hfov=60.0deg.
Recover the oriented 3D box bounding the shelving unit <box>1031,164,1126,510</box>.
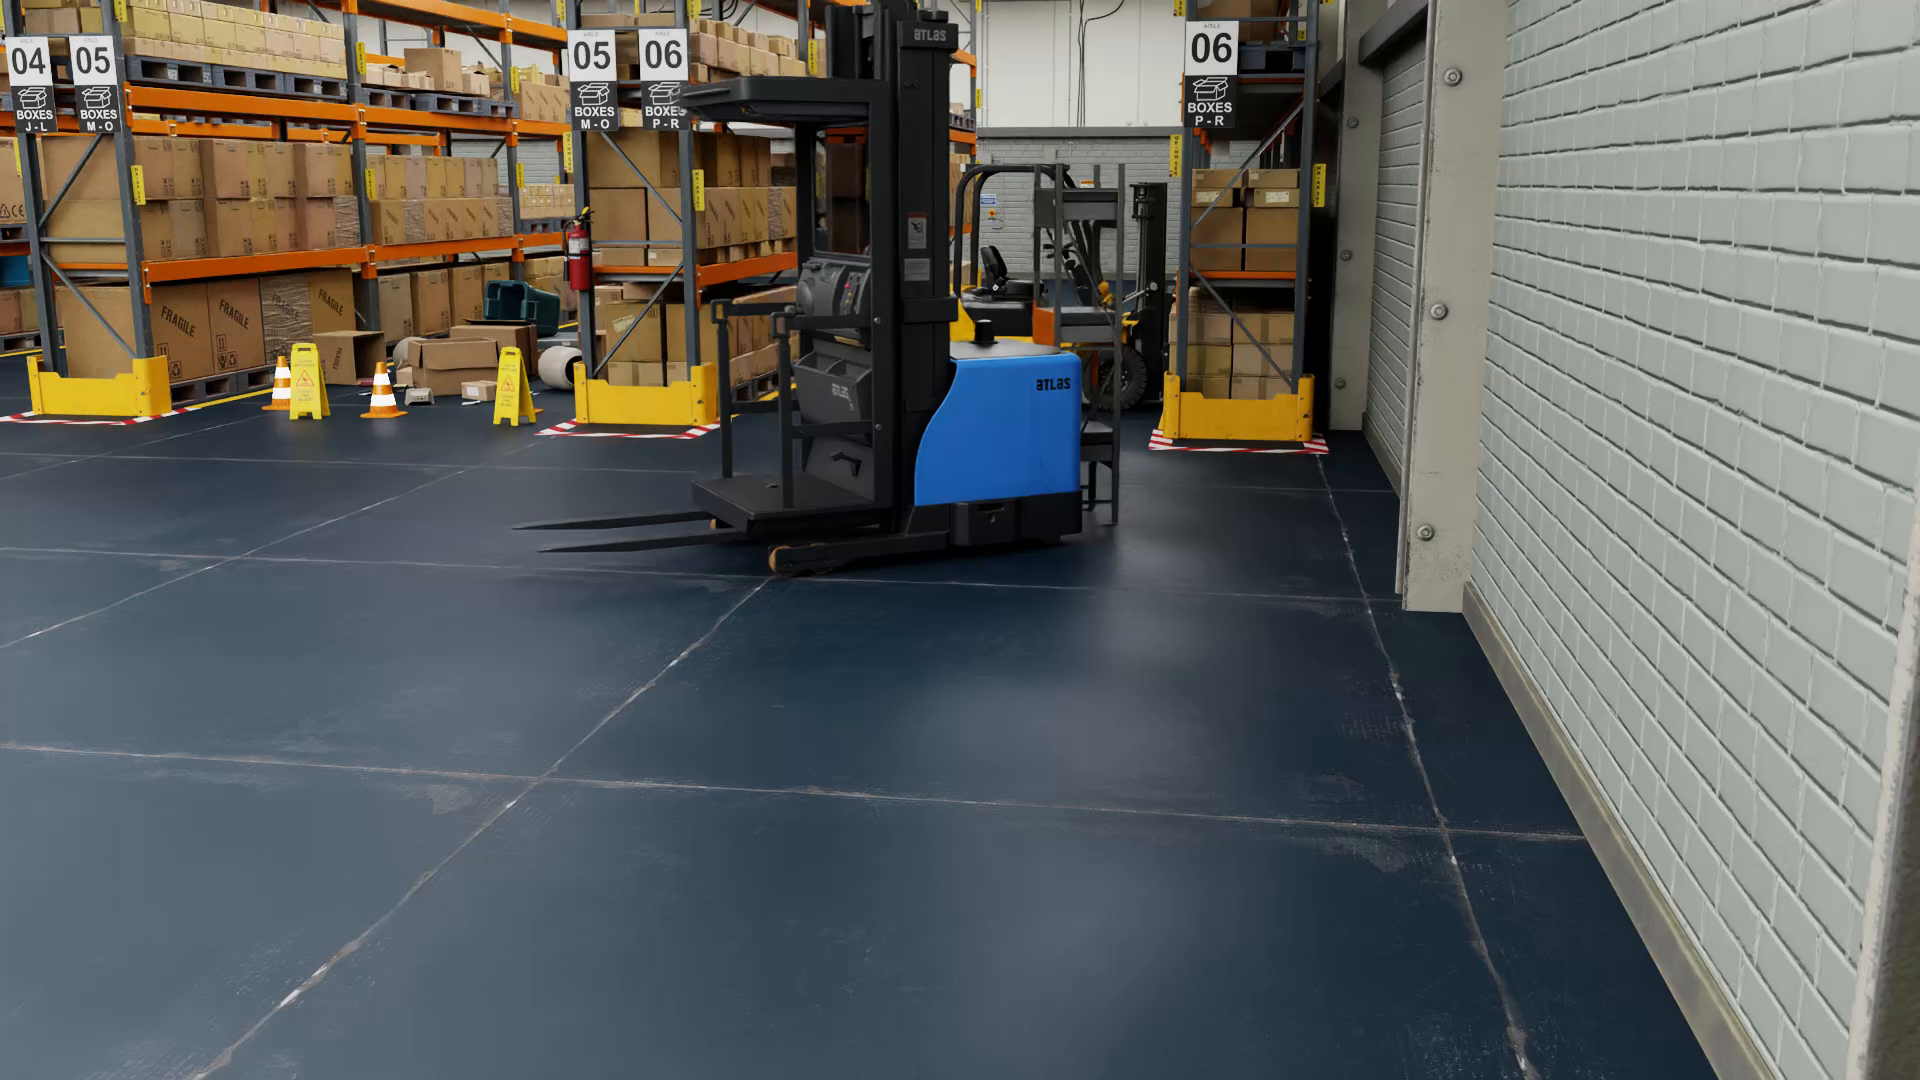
[{"bbox_3d":[0.690,-1.157,9.877,0.431,2.100,0.499,-3,12,-12],"label":"shelving unit"}]

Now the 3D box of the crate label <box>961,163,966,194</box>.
[{"bbox_3d":[-2.813,-4.045,22.805,10.513,2.300,6.789,-7,14,-30],"label":"crate label"}]

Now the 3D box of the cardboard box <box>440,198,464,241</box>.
[{"bbox_3d":[-6.391,-3.897,20.218,0.500,0.500,0.500,2,12,10],"label":"cardboard box"}]

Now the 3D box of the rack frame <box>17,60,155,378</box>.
[{"bbox_3d":[-7.588,-2.600,14.436,1.000,3.000,0.127,2,12,9],"label":"rack frame"}]

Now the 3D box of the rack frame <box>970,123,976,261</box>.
[{"bbox_3d":[-0.221,-5.791,29.245,1.000,3.000,0.127,2,12,9],"label":"rack frame"}]

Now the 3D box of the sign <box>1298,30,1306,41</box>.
[{"bbox_3d":[3.388,-4.873,16.450,0.100,0.325,0.005,2,12,9],"label":"sign"}]

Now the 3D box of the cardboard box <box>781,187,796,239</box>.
[{"bbox_3d":[-1.961,-3.279,16.647,0.500,0.500,0.500,2,12,11],"label":"cardboard box"}]

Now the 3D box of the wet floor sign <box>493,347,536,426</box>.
[{"bbox_3d":[-3.768,-1.305,14.015,0.267,0.644,0.232,7,14,28],"label":"wet floor sign"}]

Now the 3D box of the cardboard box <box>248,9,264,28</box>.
[{"bbox_3d":[-6.947,-5.017,16.004,0.380,0.149,0.250,2,12,9],"label":"cardboard box"}]

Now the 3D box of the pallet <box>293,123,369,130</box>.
[{"bbox_3d":[-10.492,-6.872,27.353,1.003,0.211,1.213,2,12,9],"label":"pallet"}]

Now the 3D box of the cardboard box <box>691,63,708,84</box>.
[{"bbox_3d":[-2.310,-3.862,13.772,0.380,0.149,0.250,2,12,9],"label":"cardboard box"}]

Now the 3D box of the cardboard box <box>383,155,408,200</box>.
[{"bbox_3d":[-6.825,-4.181,19.162,0.700,0.500,0.500,2,12,8],"label":"cardboard box"}]

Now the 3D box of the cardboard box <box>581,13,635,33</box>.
[{"bbox_3d":[-2.921,-4.274,13.787,0.380,0.149,0.250,2,12,9],"label":"cardboard box"}]

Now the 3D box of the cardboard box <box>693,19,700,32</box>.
[{"bbox_3d":[-2.402,-4.314,13.975,0.380,0.149,0.250,2,12,8],"label":"cardboard box"}]

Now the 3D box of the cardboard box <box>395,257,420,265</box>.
[{"bbox_3d":[-10.172,-4.953,29.405,0.875,0.875,0.875,2,12,9],"label":"cardboard box"}]

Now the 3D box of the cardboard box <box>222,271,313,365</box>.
[{"bbox_3d":[-7.274,-2.283,17.011,0.875,0.875,0.875,2,12,9],"label":"cardboard box"}]

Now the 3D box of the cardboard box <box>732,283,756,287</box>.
[{"bbox_3d":[-2.424,-2.407,17.291,0.500,0.500,0.500,2,12,11],"label":"cardboard box"}]

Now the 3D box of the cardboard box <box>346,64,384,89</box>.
[{"bbox_3d":[-7.000,-5.344,19.171,0.500,0.250,0.500,2,12,8],"label":"cardboard box"}]

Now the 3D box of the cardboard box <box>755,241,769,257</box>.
[{"bbox_3d":[-2.040,-2.775,15.845,0.380,0.149,0.250,2,12,9],"label":"cardboard box"}]

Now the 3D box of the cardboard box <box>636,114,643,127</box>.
[{"bbox_3d":[-5.343,-6.683,26.620,0.500,0.250,0.500,2,12,8],"label":"cardboard box"}]

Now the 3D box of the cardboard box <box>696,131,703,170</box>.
[{"bbox_3d":[-2.757,-3.471,15.165,0.700,0.500,0.500,2,12,8],"label":"cardboard box"}]

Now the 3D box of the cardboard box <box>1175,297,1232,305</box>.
[{"bbox_3d":[2.212,-2.073,15.150,0.500,0.250,0.500,2,12,8],"label":"cardboard box"}]

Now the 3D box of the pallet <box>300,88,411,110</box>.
[{"bbox_3d":[-6.881,-4.998,18.897,0.805,0.209,1.217,1,12,6],"label":"pallet"}]

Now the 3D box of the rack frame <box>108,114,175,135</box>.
[{"bbox_3d":[-11.243,-4.447,23.007,1.000,3.000,0.127,2,12,9],"label":"rack frame"}]

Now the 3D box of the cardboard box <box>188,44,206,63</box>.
[{"bbox_3d":[-7.102,-4.416,15.108,0.380,0.149,0.250,2,12,9],"label":"cardboard box"}]

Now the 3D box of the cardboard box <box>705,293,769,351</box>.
[{"bbox_3d":[-2.120,-2.065,15.706,0.500,0.500,0.500,2,12,10],"label":"cardboard box"}]

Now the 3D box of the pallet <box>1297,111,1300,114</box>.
[{"bbox_3d":[3.438,-5.195,19.809,1.213,0.211,1.003,2,12,11],"label":"pallet"}]

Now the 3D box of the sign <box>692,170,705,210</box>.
[{"bbox_3d":[-2.145,-2.866,13.617,0.100,0.325,0.005,2,12,9],"label":"sign"}]

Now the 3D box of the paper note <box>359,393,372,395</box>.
[{"bbox_3d":[-5.676,-1.410,15.968,0.144,0.017,0.142,7,14,28],"label":"paper note"}]

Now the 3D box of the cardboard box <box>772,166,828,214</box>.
[{"bbox_3d":[-1.711,-3.781,17.977,0.500,0.500,0.500,2,12,10],"label":"cardboard box"}]

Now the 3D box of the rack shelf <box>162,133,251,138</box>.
[{"bbox_3d":[-10.936,-6.073,24.678,0.919,0.124,3.809,2,12,9],"label":"rack shelf"}]

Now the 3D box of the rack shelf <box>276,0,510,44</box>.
[{"bbox_3d":[-6.665,-6.234,19.718,1.077,0.370,4.000,2,12,9],"label":"rack shelf"}]

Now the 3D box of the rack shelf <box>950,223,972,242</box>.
[{"bbox_3d":[-0.528,-5.023,27.389,1.077,0.370,4.000,2,12,9],"label":"rack shelf"}]

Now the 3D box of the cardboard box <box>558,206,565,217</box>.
[{"bbox_3d":[-5.887,-4.710,23.829,0.380,0.149,0.250,2,12,9],"label":"cardboard box"}]

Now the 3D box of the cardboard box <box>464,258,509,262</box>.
[{"bbox_3d":[-6.512,-3.766,23.004,0.500,0.250,0.500,2,12,7],"label":"cardboard box"}]

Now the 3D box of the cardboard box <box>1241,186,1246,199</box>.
[{"bbox_3d":[3.387,-3.937,18.865,0.380,0.149,0.250,2,12,10],"label":"cardboard box"}]

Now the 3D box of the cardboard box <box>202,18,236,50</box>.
[{"bbox_3d":[-7.106,-4.695,15.456,0.500,0.250,0.500,2,12,8],"label":"cardboard box"}]

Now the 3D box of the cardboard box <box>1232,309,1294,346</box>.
[{"bbox_3d":[2.485,-1.744,13.623,0.500,0.250,0.500,2,12,8],"label":"cardboard box"}]

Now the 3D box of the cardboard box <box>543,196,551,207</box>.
[{"bbox_3d":[-5.969,-4.752,23.316,0.380,0.149,0.250,2,12,9],"label":"cardboard box"}]

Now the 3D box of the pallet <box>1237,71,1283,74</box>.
[{"bbox_3d":[2.733,-4.378,15.776,1.003,0.211,1.213,2,12,9],"label":"pallet"}]

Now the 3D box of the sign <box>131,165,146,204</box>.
[{"bbox_3d":[-7.041,-3.042,14.248,0.100,0.325,0.005,2,12,9],"label":"sign"}]

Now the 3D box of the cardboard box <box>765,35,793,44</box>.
[{"bbox_3d":[-2.103,-5.260,17.835,0.500,0.250,0.500,2,12,10],"label":"cardboard box"}]

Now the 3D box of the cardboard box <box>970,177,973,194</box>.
[{"bbox_3d":[-0.060,-6.221,28.627,0.500,0.500,0.500,2,12,11],"label":"cardboard box"}]

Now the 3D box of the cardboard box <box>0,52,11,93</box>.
[{"bbox_3d":[-11.544,-5.627,20.122,0.797,0.503,0.637,2,12,11],"label":"cardboard box"}]

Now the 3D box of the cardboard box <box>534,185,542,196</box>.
[{"bbox_3d":[-6.014,-4.835,22.997,0.380,0.149,0.250,2,12,8],"label":"cardboard box"}]

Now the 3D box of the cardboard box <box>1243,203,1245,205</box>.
[{"bbox_3d":[2.888,-2.870,15.452,0.500,0.500,0.500,2,12,7],"label":"cardboard box"}]

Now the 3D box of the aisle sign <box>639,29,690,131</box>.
[{"bbox_3d":[-2.385,-3.708,13.409,0.394,0.787,0.004,2,12,9],"label":"aisle sign"}]

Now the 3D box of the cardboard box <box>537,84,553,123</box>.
[{"bbox_3d":[-5.937,-5.995,22.833,0.500,0.500,0.500,2,12,9],"label":"cardboard box"}]

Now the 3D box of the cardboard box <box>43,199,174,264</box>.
[{"bbox_3d":[-7.576,-2.752,14.786,0.875,0.550,0.550,2,12,9],"label":"cardboard box"}]

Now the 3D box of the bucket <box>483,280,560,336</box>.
[{"bbox_3d":[-4.716,-2.472,18.007,0.726,0.611,0.620,7,4,28],"label":"bucket"}]

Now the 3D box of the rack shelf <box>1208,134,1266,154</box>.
[{"bbox_3d":[4.377,-6.329,26.330,1.077,0.370,4.000,2,12,9],"label":"rack shelf"}]

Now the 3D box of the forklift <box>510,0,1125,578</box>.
[{"bbox_3d":[-0.671,-1.384,8.959,3.464,2.935,1.130,-6,13,-25],"label":"forklift"}]
